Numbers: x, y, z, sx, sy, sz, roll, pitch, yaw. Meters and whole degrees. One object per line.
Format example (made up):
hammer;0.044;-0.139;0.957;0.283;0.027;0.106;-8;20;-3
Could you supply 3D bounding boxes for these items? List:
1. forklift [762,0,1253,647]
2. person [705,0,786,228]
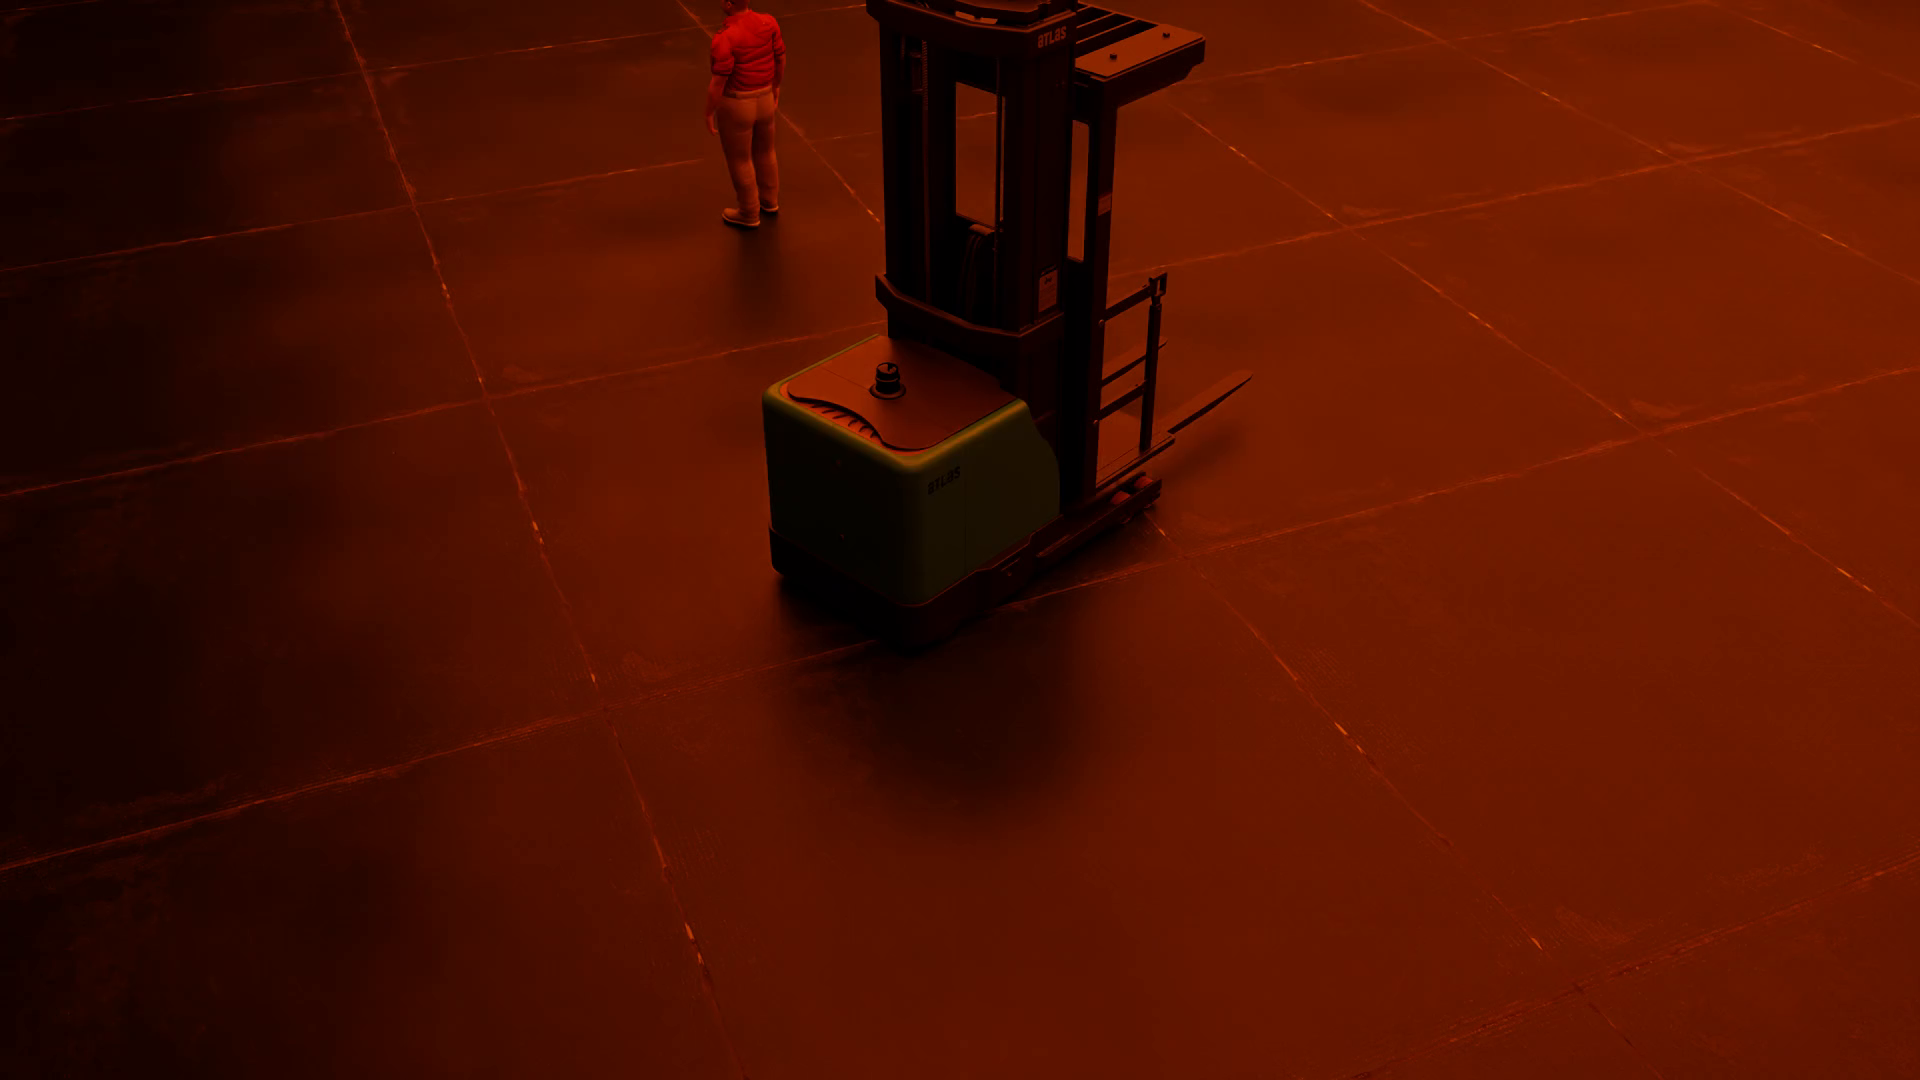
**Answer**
forklift;0.423;-1.461;8.153;1.130;2.935;3.031;28;44;33
person;-1.509;-2.976;11.309;0.640;1.727;0.551;-29;44;-34
